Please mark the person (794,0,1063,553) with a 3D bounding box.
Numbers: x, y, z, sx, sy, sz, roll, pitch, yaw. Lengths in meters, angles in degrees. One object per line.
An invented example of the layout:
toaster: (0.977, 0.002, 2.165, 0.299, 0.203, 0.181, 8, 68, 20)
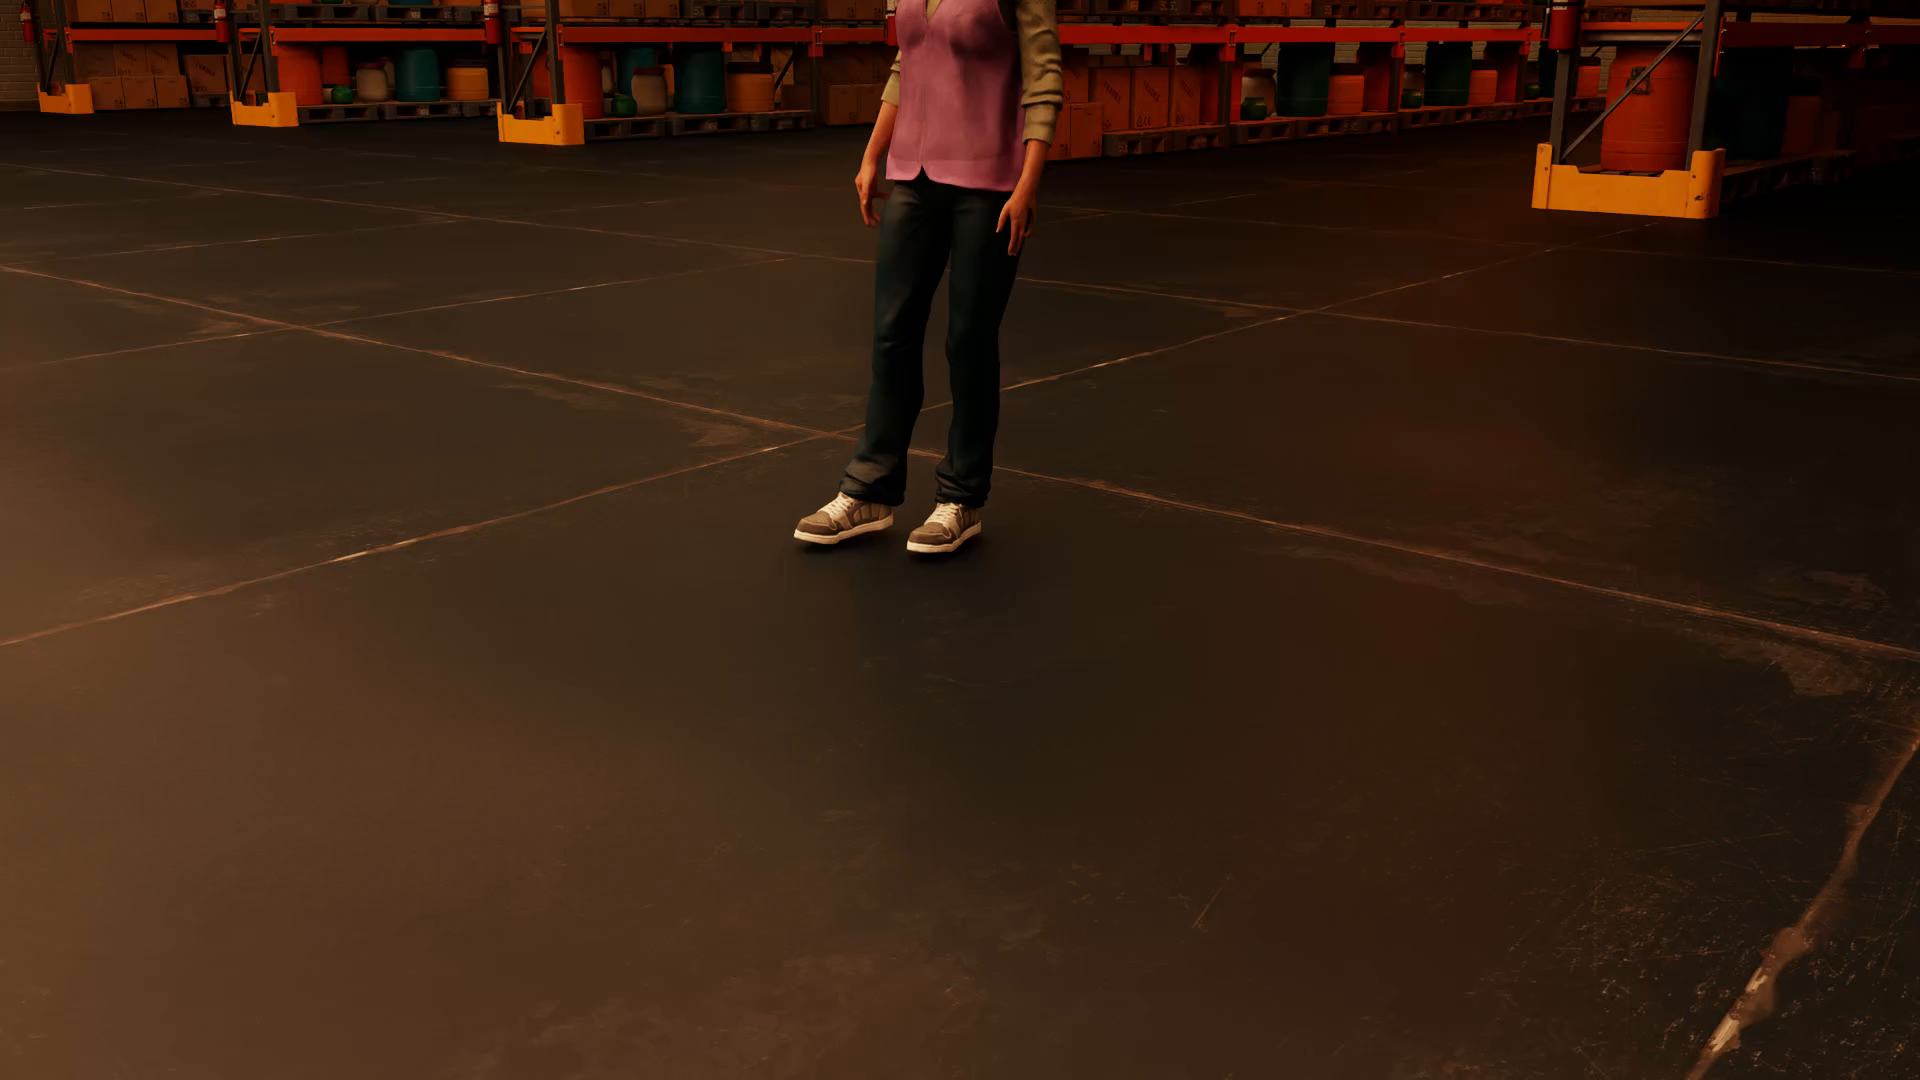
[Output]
person: (-0.058, -0.756, 3.661, 0.521, 1.599, 0.473, 13, 21, 37)
